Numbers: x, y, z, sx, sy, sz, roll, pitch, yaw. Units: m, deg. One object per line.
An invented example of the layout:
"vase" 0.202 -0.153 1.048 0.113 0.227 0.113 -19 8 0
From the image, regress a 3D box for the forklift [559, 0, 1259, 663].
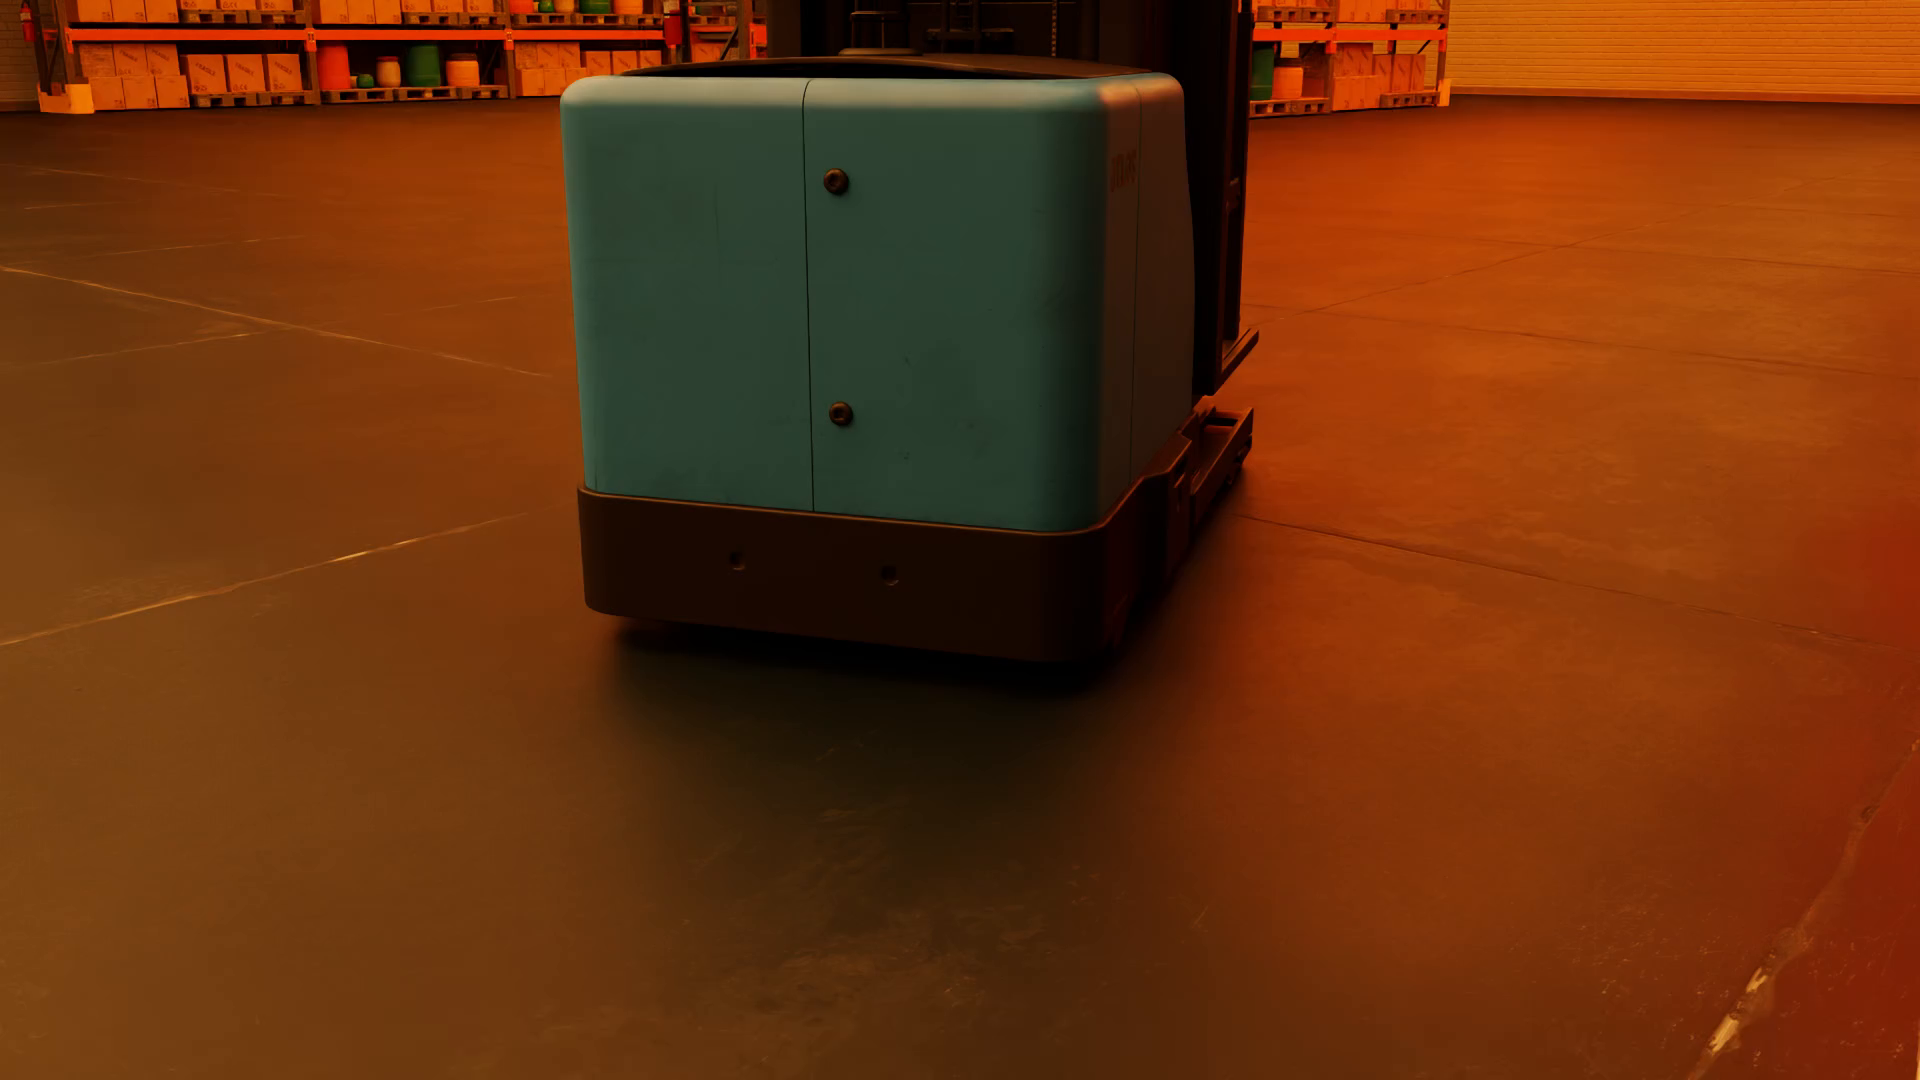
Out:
"forklift" 0.182 -1.571 4.072 1.130 2.935 3.031 5 18 17
